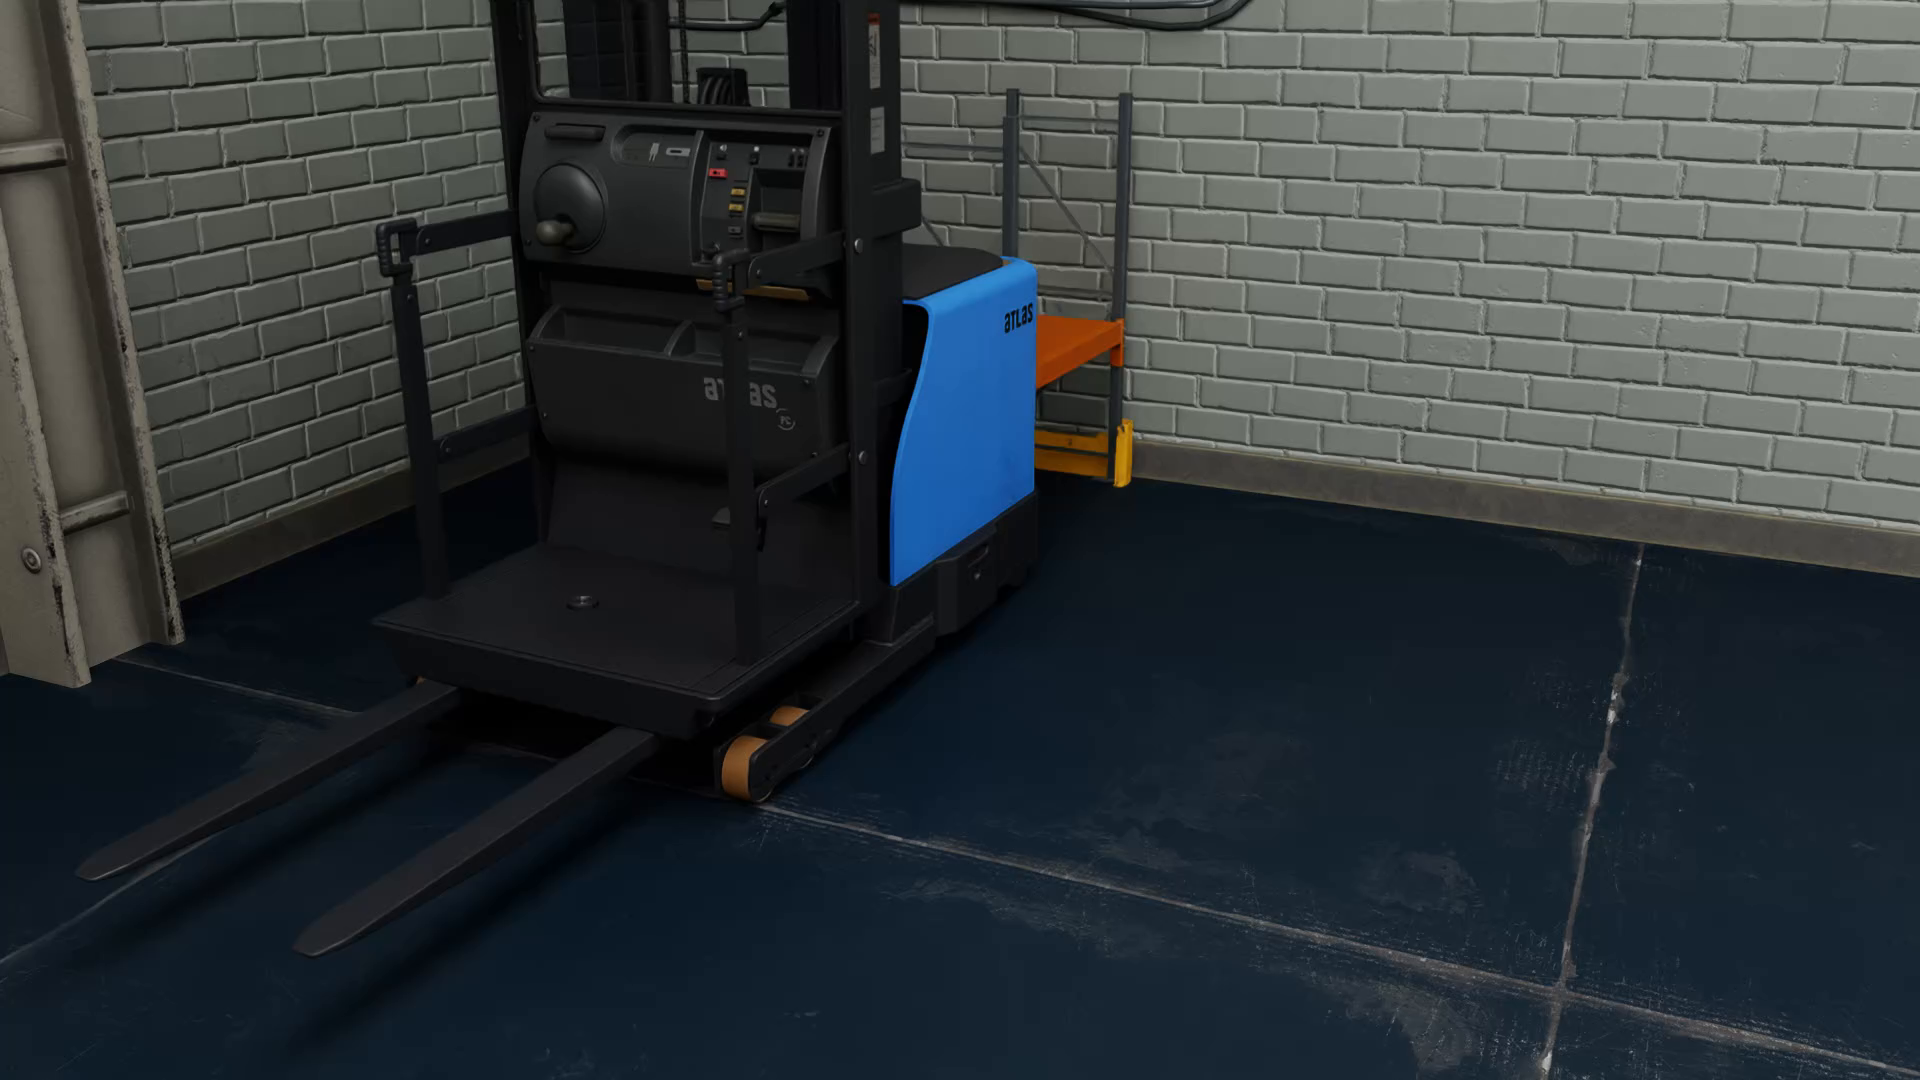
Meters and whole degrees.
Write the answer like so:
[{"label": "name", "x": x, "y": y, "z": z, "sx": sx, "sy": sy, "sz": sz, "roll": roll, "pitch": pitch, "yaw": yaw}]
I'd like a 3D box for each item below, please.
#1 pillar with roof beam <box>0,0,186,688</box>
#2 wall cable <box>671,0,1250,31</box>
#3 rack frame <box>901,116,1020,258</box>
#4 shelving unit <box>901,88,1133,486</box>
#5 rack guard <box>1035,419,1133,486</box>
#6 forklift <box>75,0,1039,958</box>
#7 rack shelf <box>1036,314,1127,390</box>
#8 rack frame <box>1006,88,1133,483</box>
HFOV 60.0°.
[{"label": "pillar with roof beam", "x": 1.331, "y": -3.305, "z": 1.832, "sx": 9.100, "sy": 9.000, "sz": 0.400, "roll": 9, "pitch": 21, "yaw": 23}, {"label": "wall cable", "x": -0.271, "y": -3.169, "z": 6.083, "sx": 3.097, "sy": 2.526, "sz": 0.112, "roll": 9, "pitch": 21, "yaw": 23}, {"label": "rack frame", "x": -0.042, "y": -0.667, "z": 5.606, "sx": 0.500, "sy": 1.500, "sz": 0.032, "roll": 9, "pitch": 22, "yaw": 25}, {"label": "shelving unit", "x": 0.186, "y": -0.822, "z": 6.043, "sx": 0.587, "sy": 1.500, "sz": 1.083, "roll": 9, "pitch": 22, "yaw": 25}, {"label": "rack guard", "x": 0.405, "y": -0.383, "z": 6.674, "sx": 0.587, "sy": 0.250, "sz": 0.087, "roll": 9, "pitch": 22, "yaw": 25}, {"label": "forklift", "x": -0.841, "y": -0.896, "z": 4.113, "sx": 1.130, "sy": 2.935, "sz": 3.031, "roll": 9, "pitch": 22, "yaw": 25}, {"label": "rack shelf", "x": 0.182, "y": -0.650, "z": 6.096, "sx": 0.538, "sy": 0.185, "sz": 1.000, "roll": 9, "pitch": 22, "yaw": 25}, {"label": "rack frame", "x": 0.406, "y": -0.973, "z": 6.466, "sx": 0.500, "sy": 1.500, "sz": 0.032, "roll": 9, "pitch": 22, "yaw": 25}]
